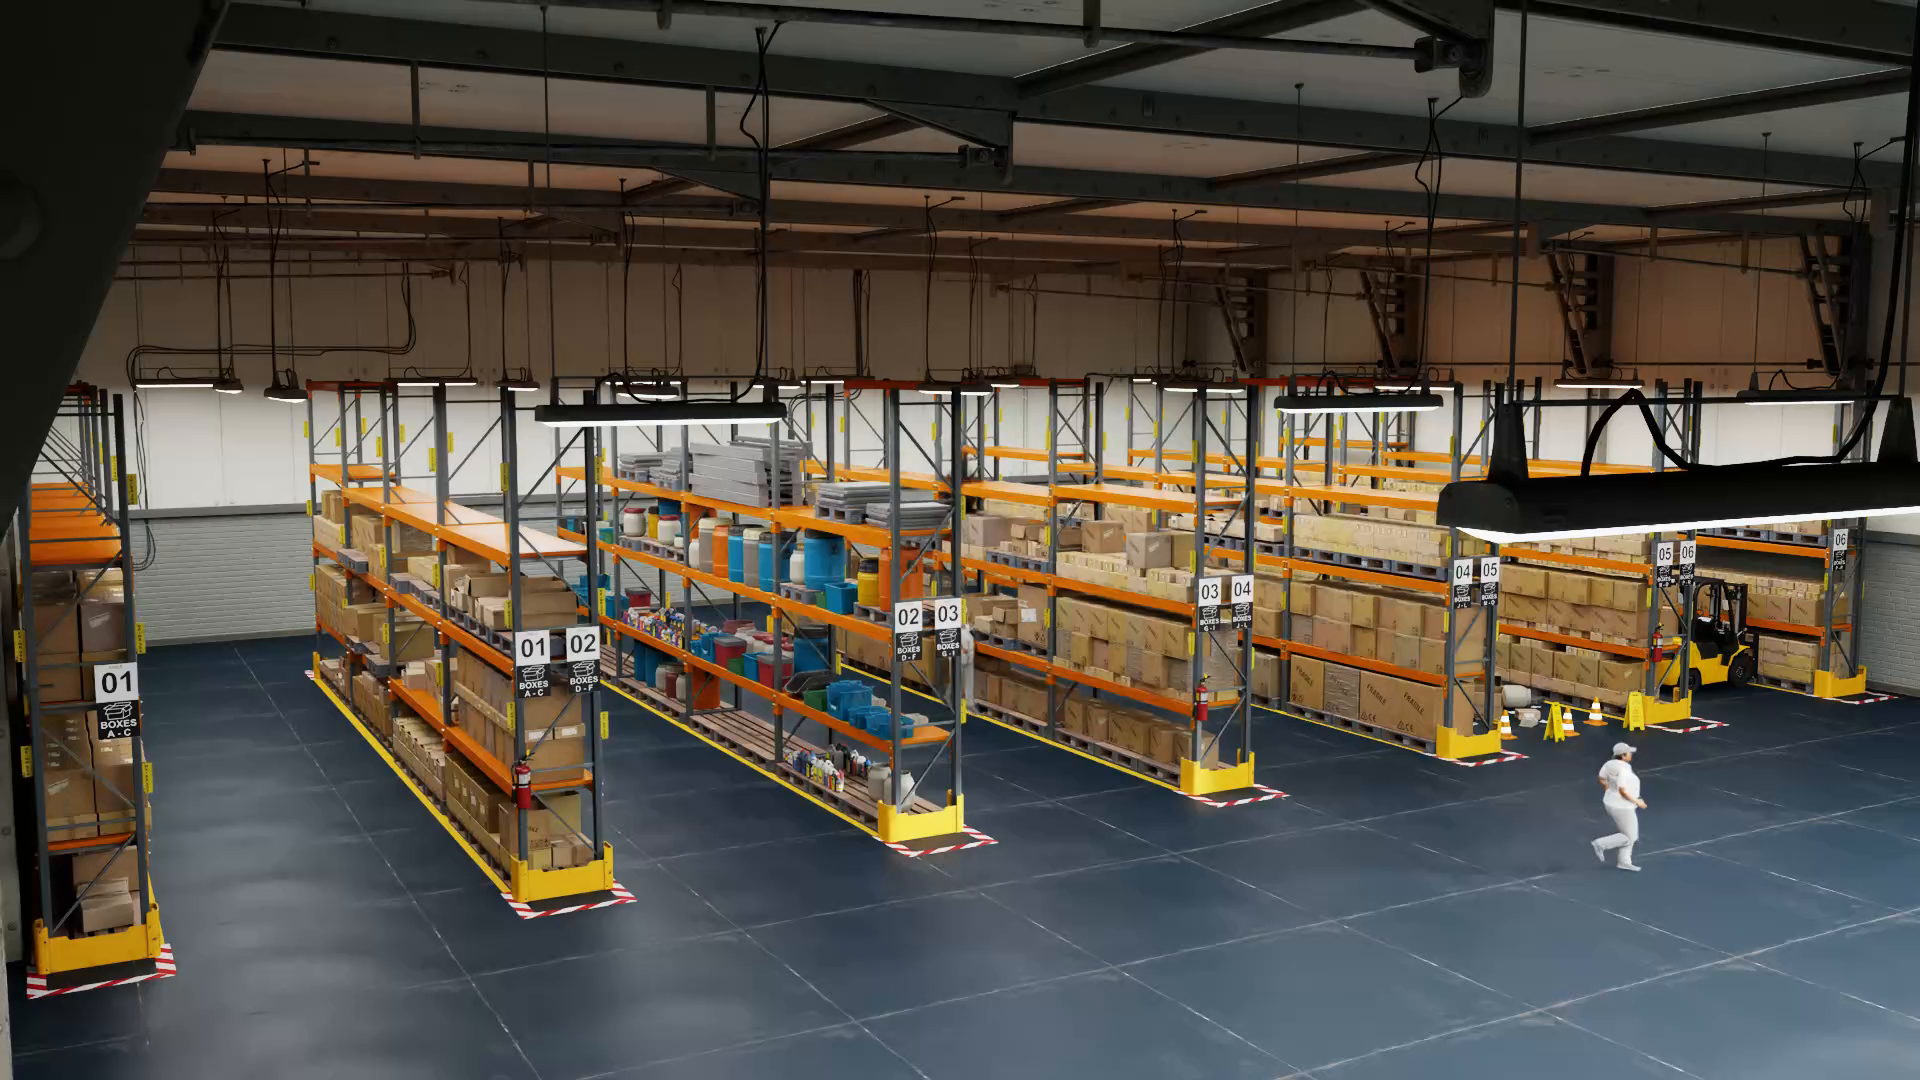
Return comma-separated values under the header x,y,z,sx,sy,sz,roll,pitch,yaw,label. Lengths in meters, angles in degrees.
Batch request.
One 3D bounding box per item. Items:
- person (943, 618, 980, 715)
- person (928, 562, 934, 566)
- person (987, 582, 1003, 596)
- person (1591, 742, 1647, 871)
x,y,z,sx,sy,sz,roll,pitch,yaw,label
0.035,2.107,28.729,0.664,1.812,0.881,-5,8,-37,person
-0.795,1.346,39.433,0.681,1.626,0.707,-1,6,-6,person
0.863,1.003,42.428,0.708,1.676,0.780,2,6,17,person
8.190,3.333,20.746,0.685,1.643,0.608,0,6,-2,person
